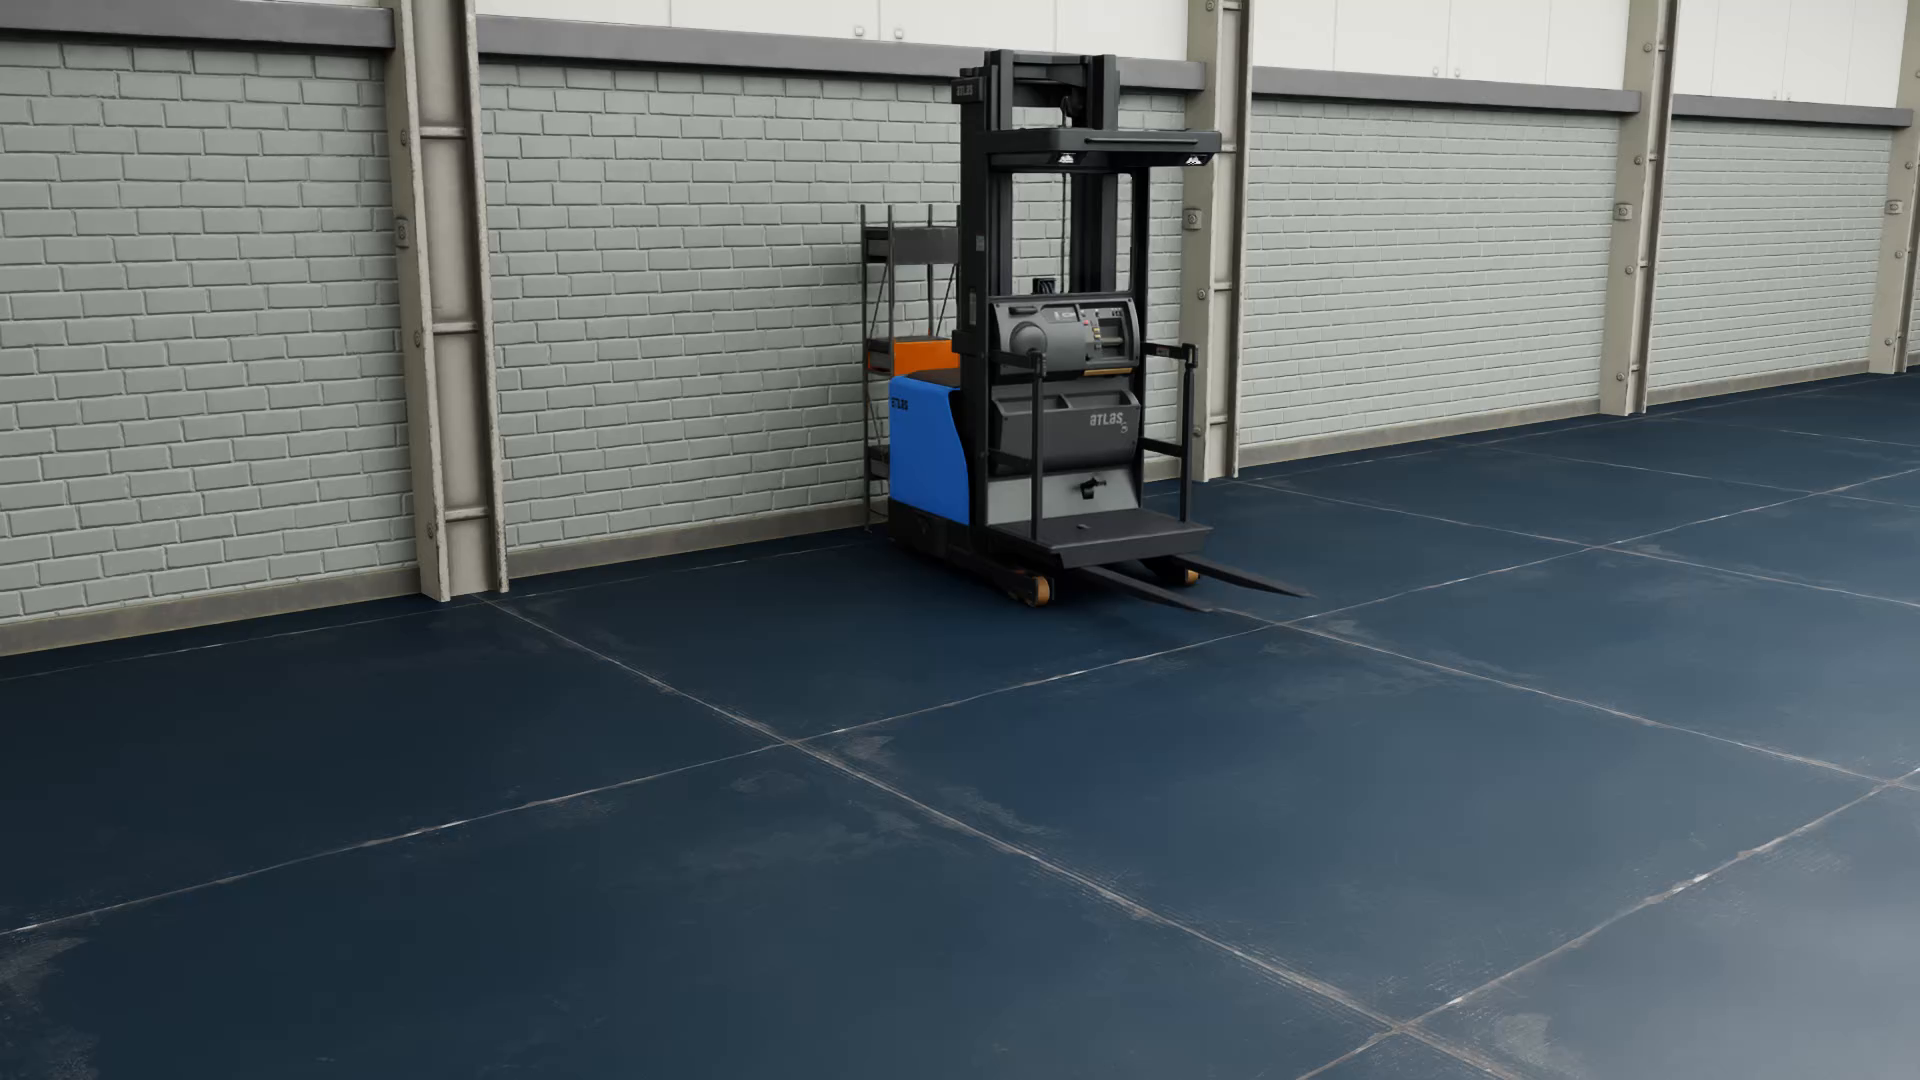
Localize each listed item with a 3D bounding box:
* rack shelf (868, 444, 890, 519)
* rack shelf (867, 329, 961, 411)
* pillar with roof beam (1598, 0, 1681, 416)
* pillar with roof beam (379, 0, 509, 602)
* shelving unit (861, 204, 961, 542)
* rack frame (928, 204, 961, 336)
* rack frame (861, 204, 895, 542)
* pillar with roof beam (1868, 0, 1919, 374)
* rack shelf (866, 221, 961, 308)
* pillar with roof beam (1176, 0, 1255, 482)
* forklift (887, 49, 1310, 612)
[{"bbox_3d":[-0.307,-0.378,10.790,0.480,0.518,0.431,-7,14,-30],"label":"rack shelf"},{"bbox_3d":[-0.307,-1.063,10.645,0.480,0.518,0.431,-7,14,-30],"label":"rack shelf"},{"bbox_3d":[9.294,-4.974,12.390,0.400,9.000,9.100,-9,15,-38],"label":"pillar with roof beam"},{"bbox_3d":[-0.076,-3.417,5.057,0.400,9.000,9.100,-9,15,-38],"label":"pillar with roof beam"},{"bbox_3d":[-0.307,-1.076,10.642,0.503,2.100,0.431,-7,14,-30],"label":"shelving unit"},{"bbox_3d":[-0.097,-1.102,10.763,0.015,2.100,0.400,-7,14,-30],"label":"rack frame"},{"bbox_3d":[-0.518,-1.051,10.522,0.015,2.100,0.400,-7,14,-30],"label":"rack frame"},{"bbox_3d":[13.979,-5.753,16.057,0.400,9.000,9.100,-9,15,-38],"label":"pillar with roof beam"},{"bbox_3d":[-0.307,-1.748,10.500,0.480,0.518,0.431,-7,14,-30],"label":"rack shelf"},{"bbox_3d":[4.609,-4.196,8.724,0.400,9.000,9.100,-9,15,-38],"label":"pillar with roof beam"},{"bbox_3d":[0.709,-1.184,9.147,1.130,2.935,3.031,-7,14,-29],"label":"forklift"}]
